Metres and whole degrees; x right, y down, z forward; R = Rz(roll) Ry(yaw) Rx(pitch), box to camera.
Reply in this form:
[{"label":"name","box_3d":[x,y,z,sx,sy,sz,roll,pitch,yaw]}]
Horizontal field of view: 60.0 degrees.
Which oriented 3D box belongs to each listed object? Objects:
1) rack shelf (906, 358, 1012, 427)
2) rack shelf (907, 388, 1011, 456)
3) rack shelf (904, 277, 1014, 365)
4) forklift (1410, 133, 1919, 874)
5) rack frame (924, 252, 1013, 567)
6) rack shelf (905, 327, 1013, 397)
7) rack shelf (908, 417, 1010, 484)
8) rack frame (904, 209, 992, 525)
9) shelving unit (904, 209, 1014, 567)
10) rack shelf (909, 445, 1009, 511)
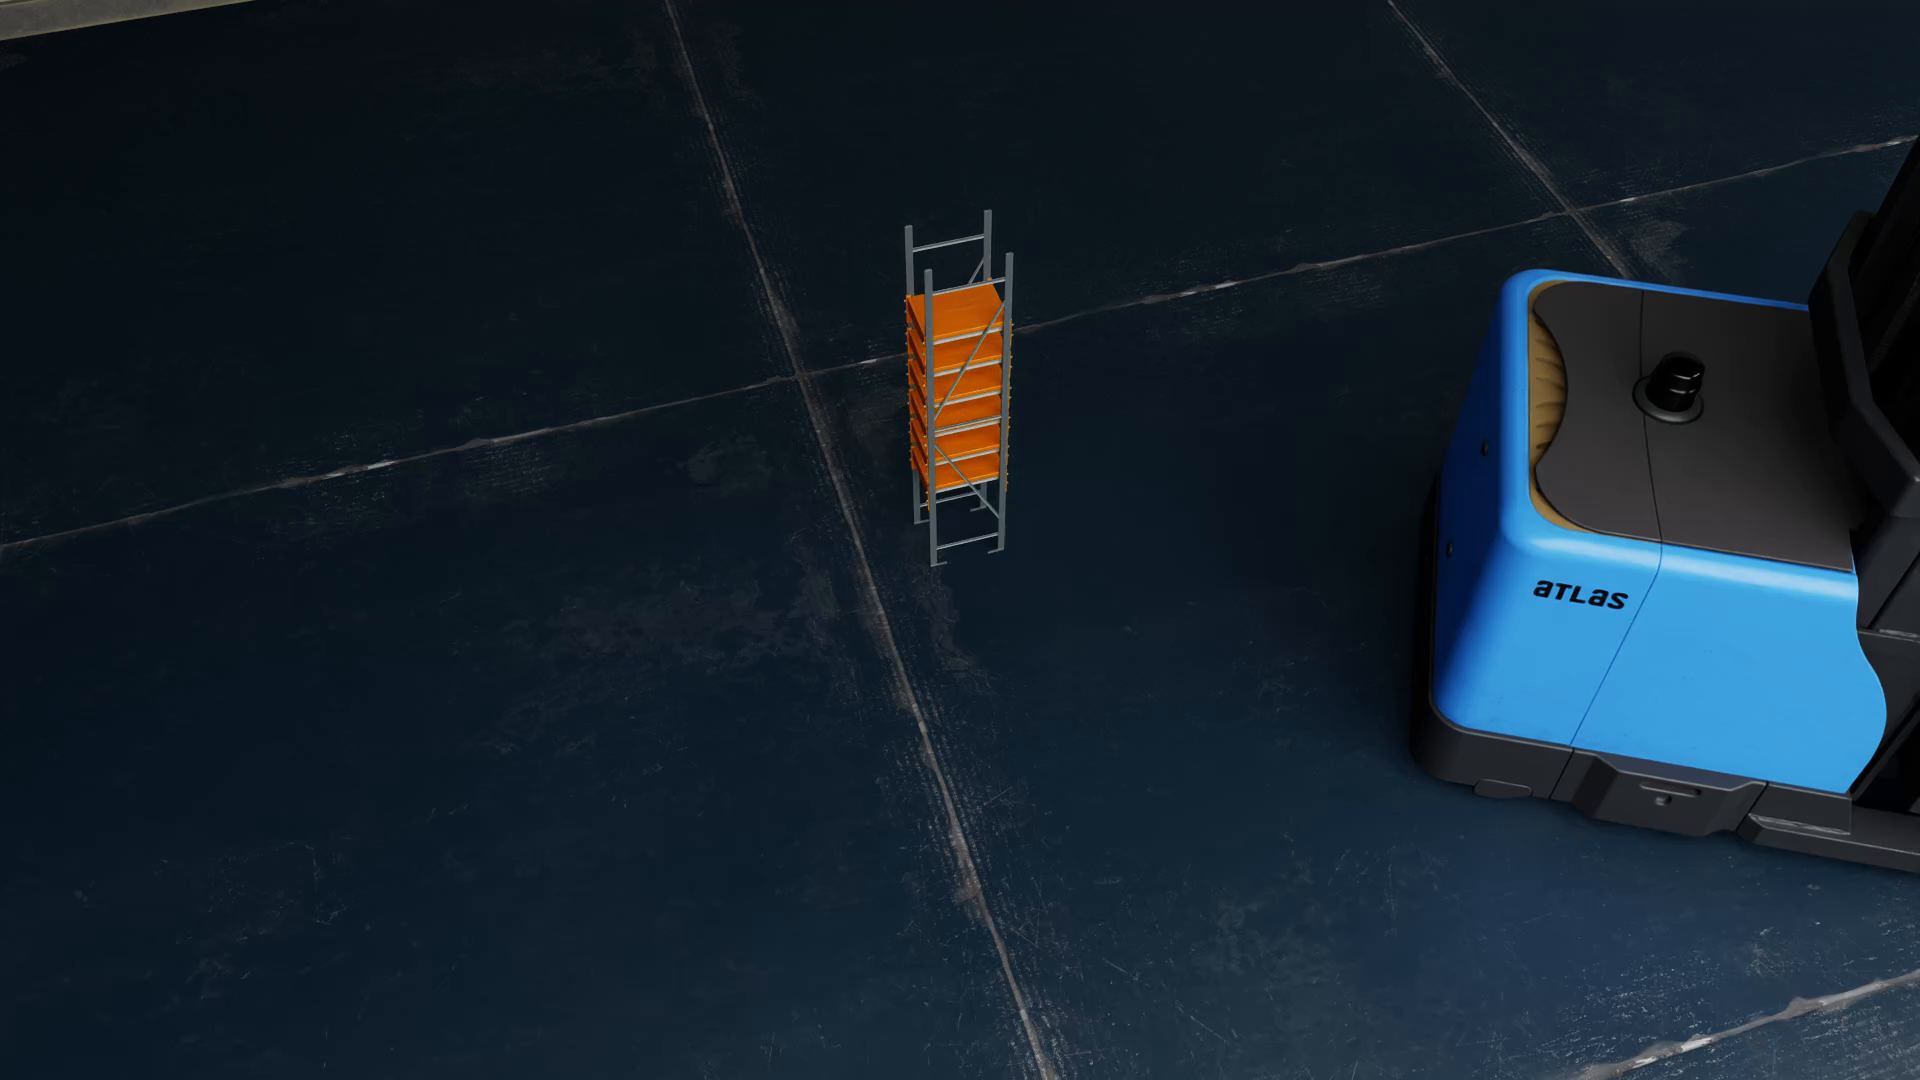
[{"label":"rack shelf","box_3d":[-0.004,-0.446,4.742,0.258,0.103,0.180,-13,51,-11]},{"label":"rack shelf","box_3d":[-0.004,-0.369,4.834,0.258,0.103,0.180,-13,51,-11]},{"label":"rack shelf","box_3d":[-0.004,-0.601,4.559,0.258,0.103,0.180,-13,51,-11]},{"label":"forklift","box_3d":[2.833,-0.398,3.668,3.031,2.935,1.130,9,51,8]},{"label":"rack frame","box_3d":[0.023,-0.330,4.744,0.240,1.200,0.006,-13,51,-11]},{"label":"rack shelf","box_3d":[-0.004,-0.523,4.651,0.258,0.103,0.180,-13,51,-11]},{"label":"rack shelf","box_3d":[-0.004,-0.291,4.926,0.258,0.103,0.180,-13,51,-11]},{"label":"rack frame","box_3d":[-0.031,-0.464,4.857,0.240,1.200,0.006,-13,51,-11]},{"label":"shelving unit","box_3d":[-0.004,-0.397,4.800,0.258,1.200,0.189,-13,51,-11]},{"label":"rack shelf","box_3d":[-0.004,-0.214,5.018,0.258,0.103,0.180,-13,51,-11]}]
